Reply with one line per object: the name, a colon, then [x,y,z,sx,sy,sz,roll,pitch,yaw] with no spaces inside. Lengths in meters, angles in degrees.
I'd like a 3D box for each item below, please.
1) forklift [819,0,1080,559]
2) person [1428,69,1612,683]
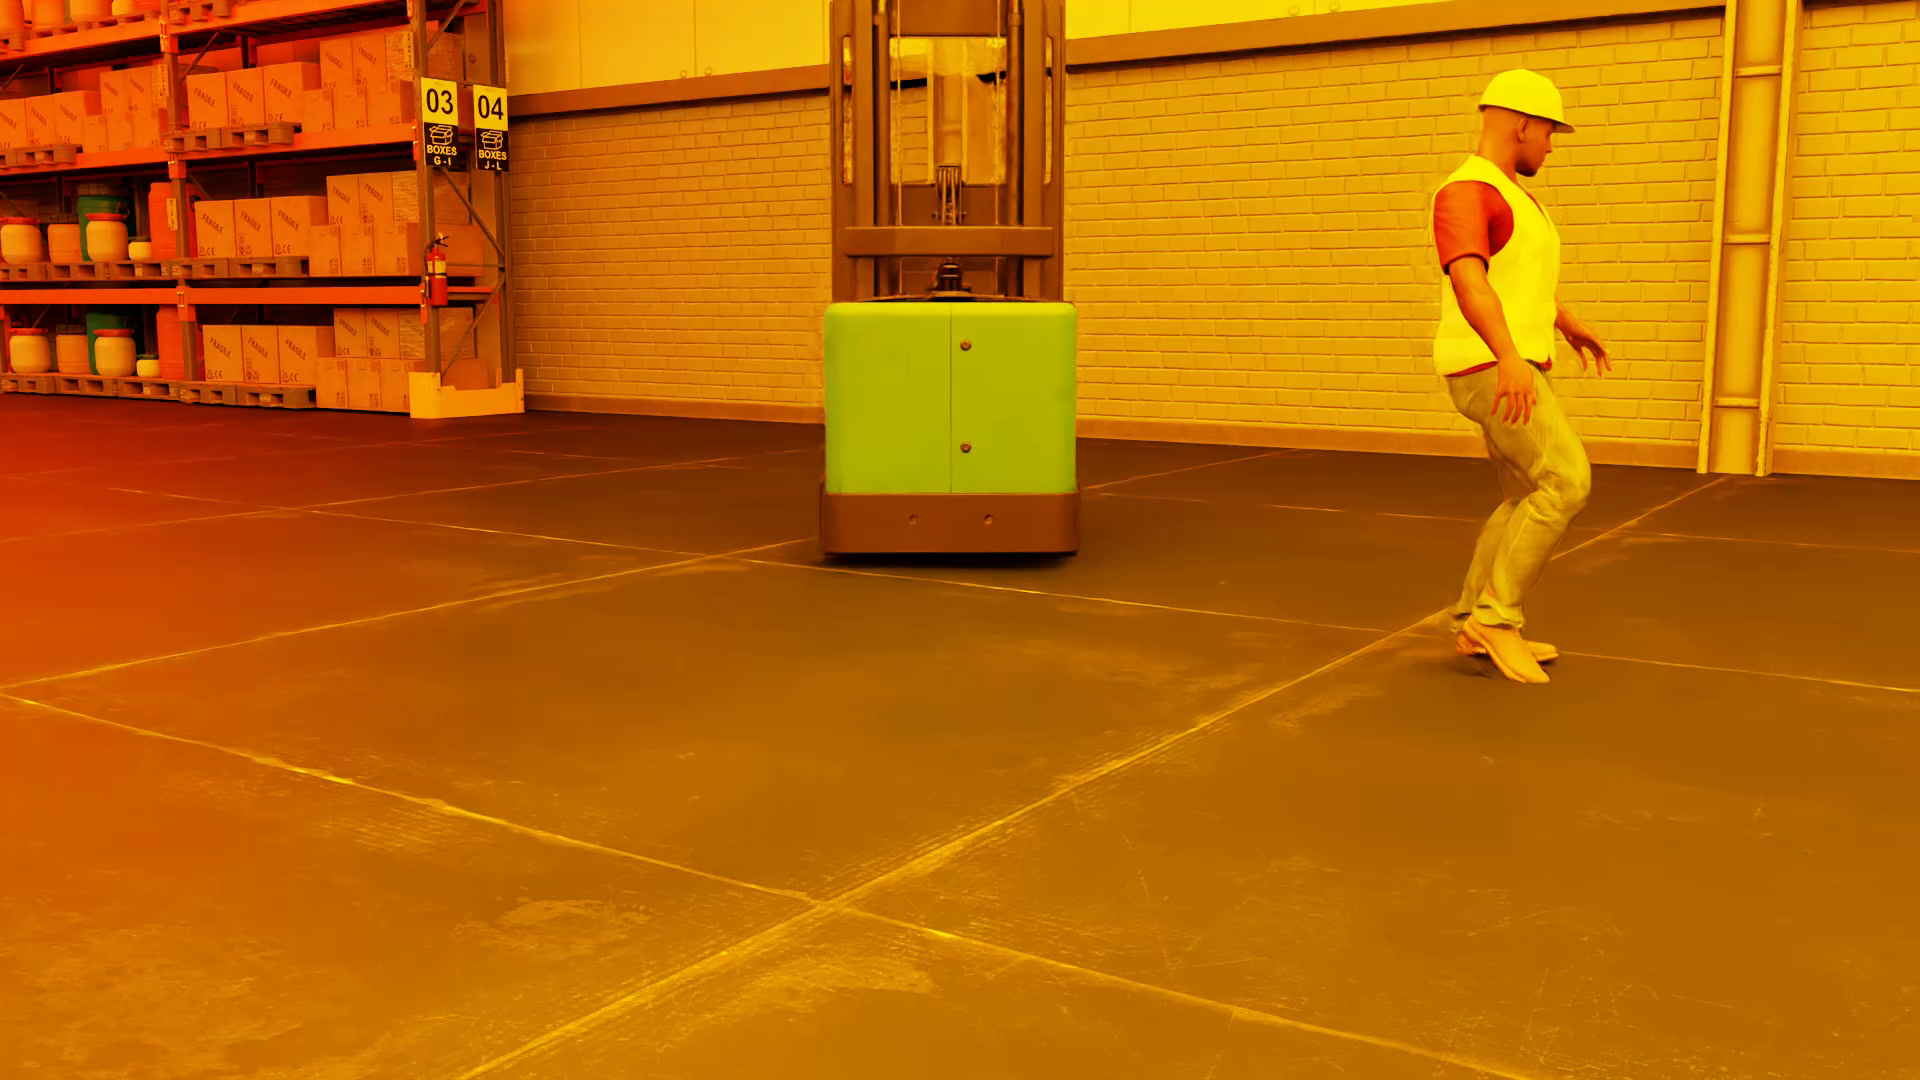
forklift: [-0.063,-1.541,8.032,1.130,2.935,3.031,0,8,-1]
person: [1.659,-0.482,4.925,0.501,1.774,0.918,5,10,32]
